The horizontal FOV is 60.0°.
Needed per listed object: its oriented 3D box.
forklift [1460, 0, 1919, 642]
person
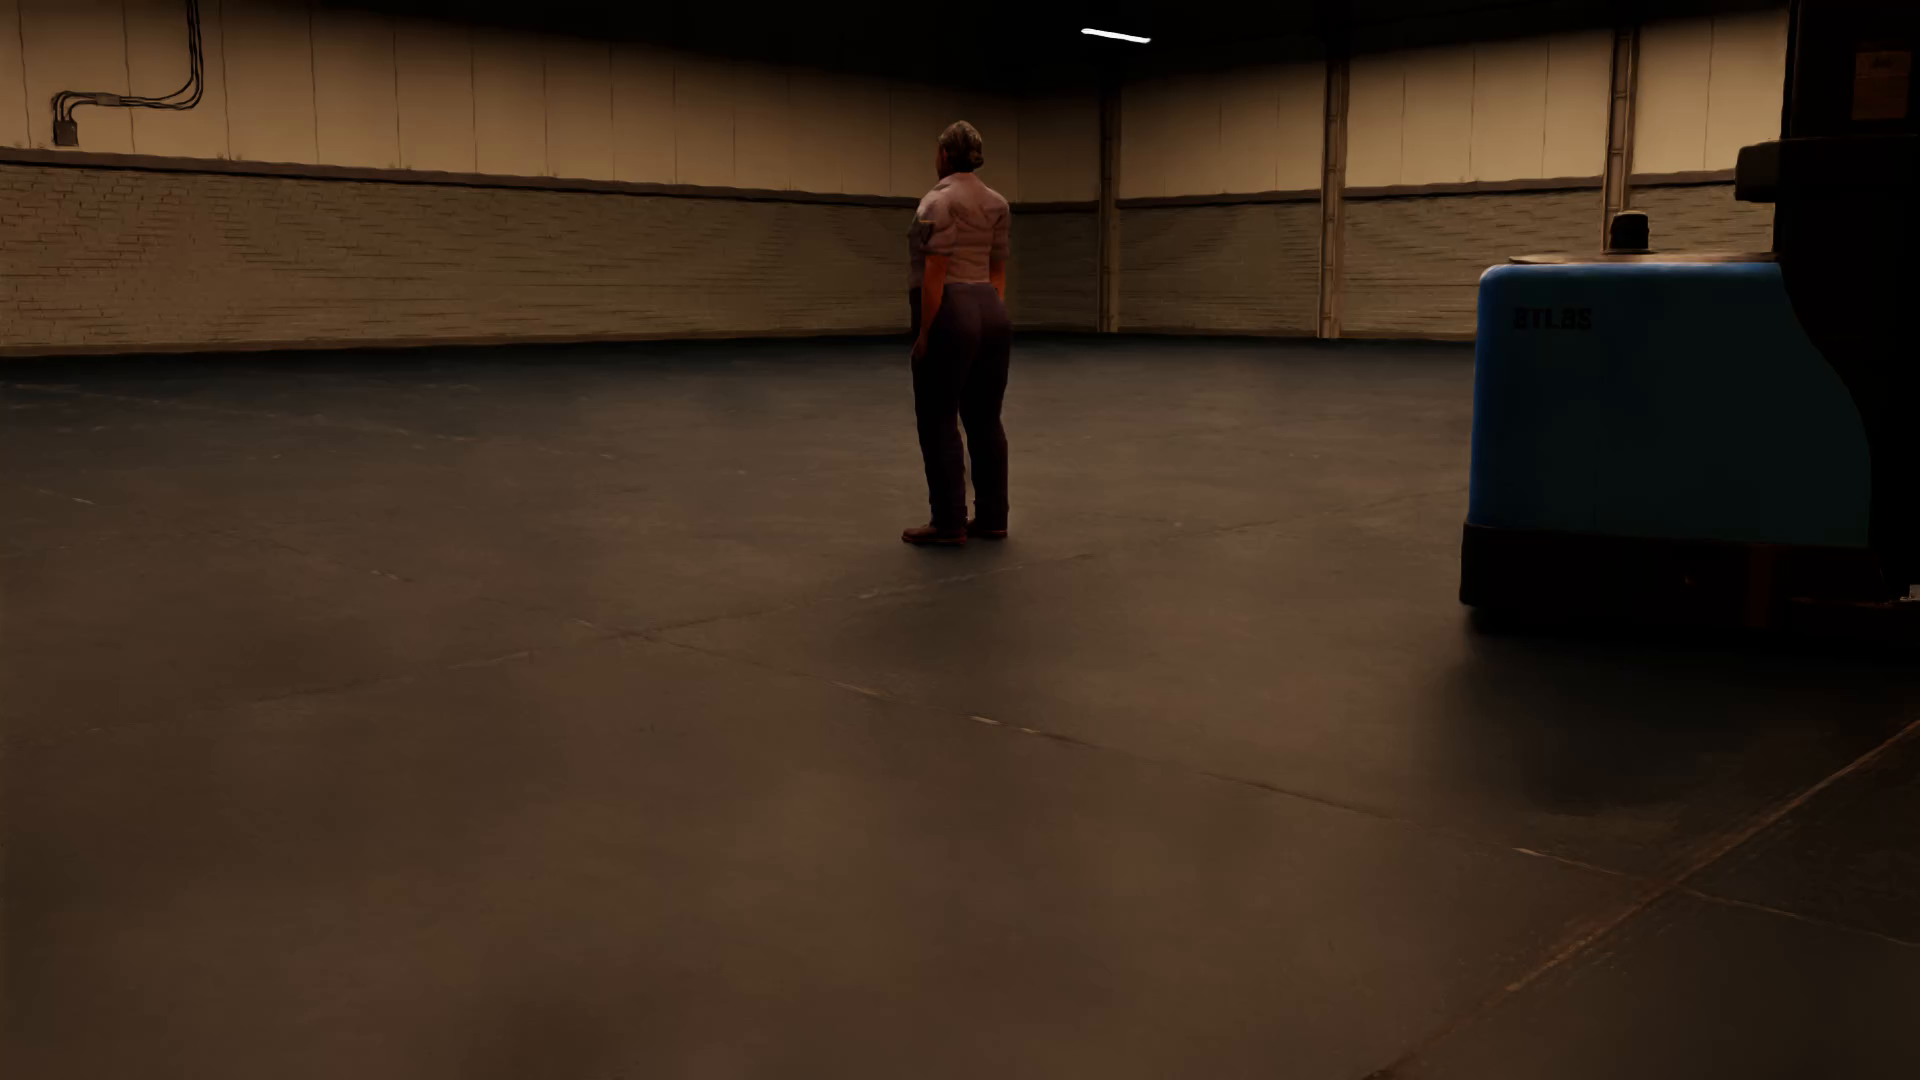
[{"bbox_3d":[3.068,-1.162,4.593,3.031,2.935,1.130,4,9,24],"label":"forklift"},{"bbox_3d":[-0.006,-0.809,6.612,0.349,1.639,0.480,8,12,43],"label":"person"}]
